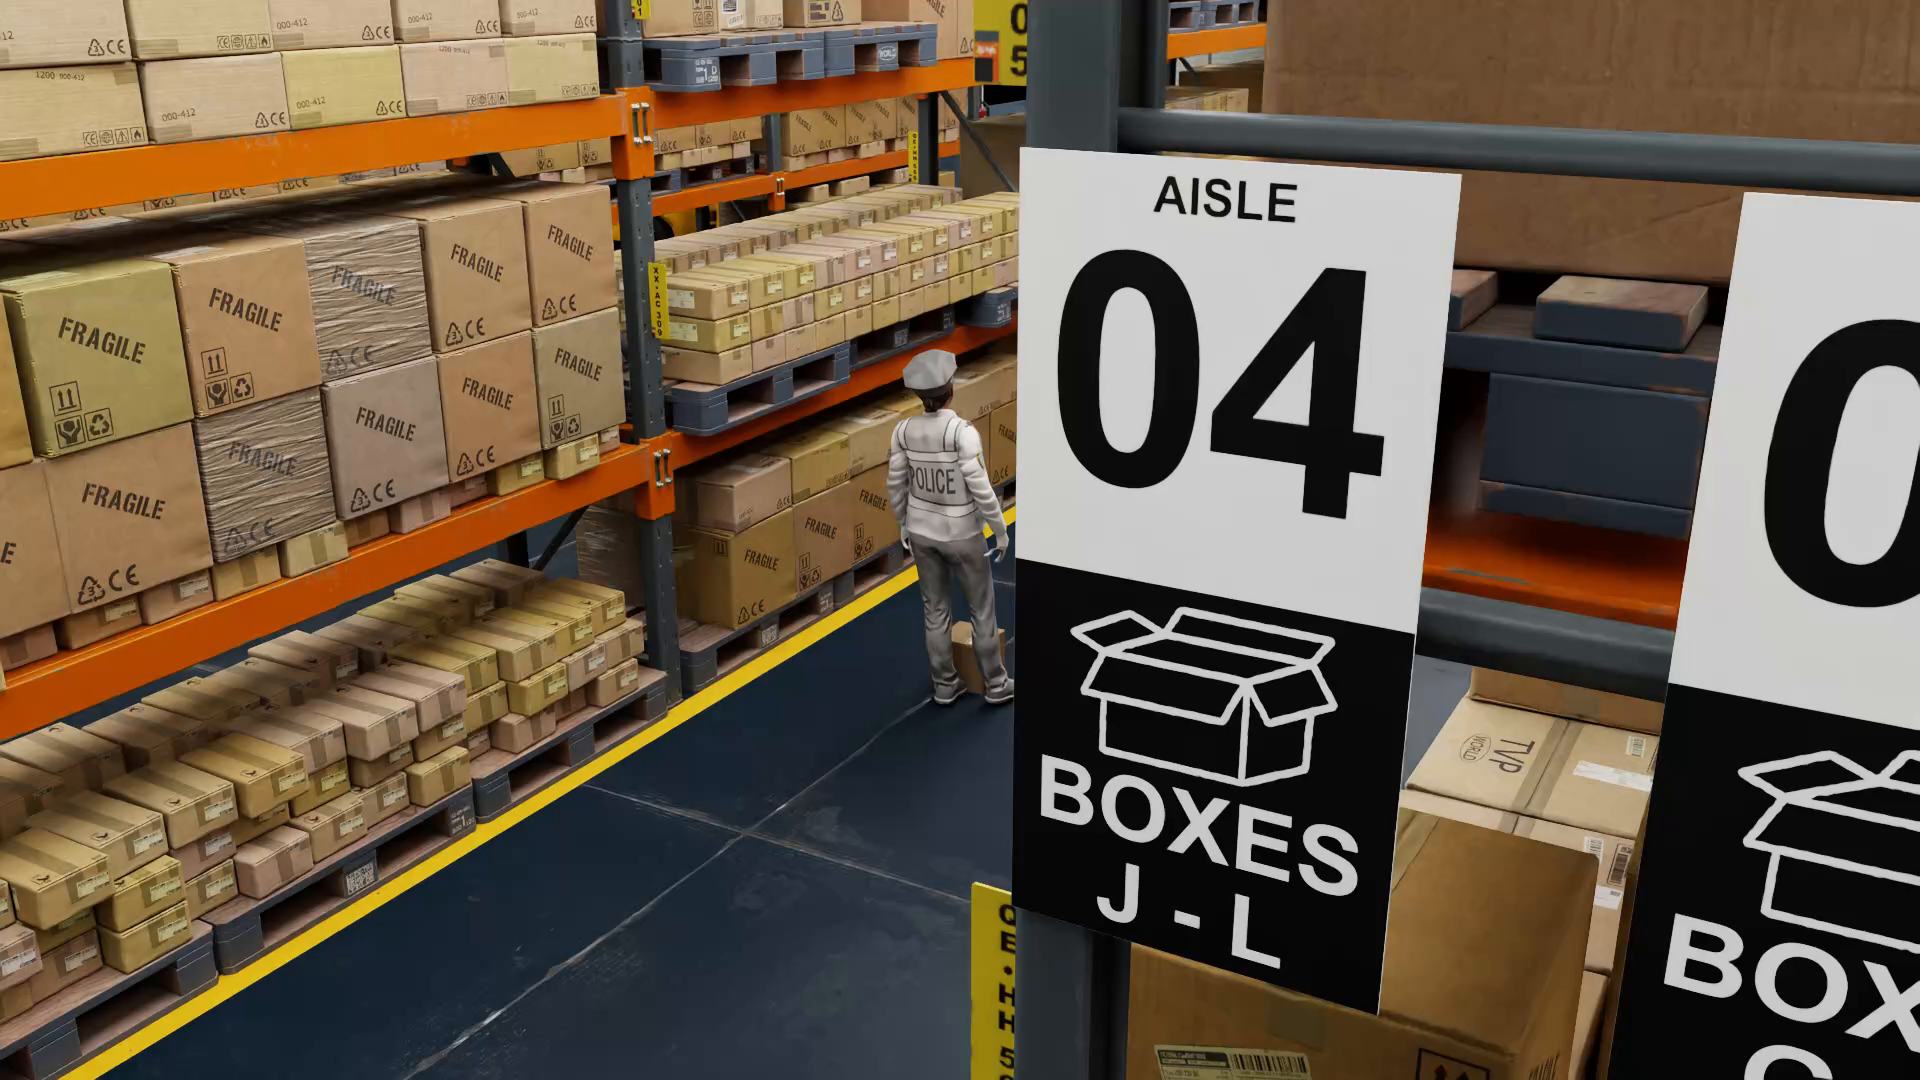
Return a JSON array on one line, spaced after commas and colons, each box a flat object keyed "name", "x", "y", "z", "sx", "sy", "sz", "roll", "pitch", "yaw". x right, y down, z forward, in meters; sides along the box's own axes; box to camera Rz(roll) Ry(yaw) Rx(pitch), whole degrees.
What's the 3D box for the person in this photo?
[{"name": "person", "x": -0.024, "y": -0.052, "z": 7.639, "sx": 0.587, "sy": 1.696, "sz": 0.534, "roll": 11, "pitch": 22, "yaw": 27}]
